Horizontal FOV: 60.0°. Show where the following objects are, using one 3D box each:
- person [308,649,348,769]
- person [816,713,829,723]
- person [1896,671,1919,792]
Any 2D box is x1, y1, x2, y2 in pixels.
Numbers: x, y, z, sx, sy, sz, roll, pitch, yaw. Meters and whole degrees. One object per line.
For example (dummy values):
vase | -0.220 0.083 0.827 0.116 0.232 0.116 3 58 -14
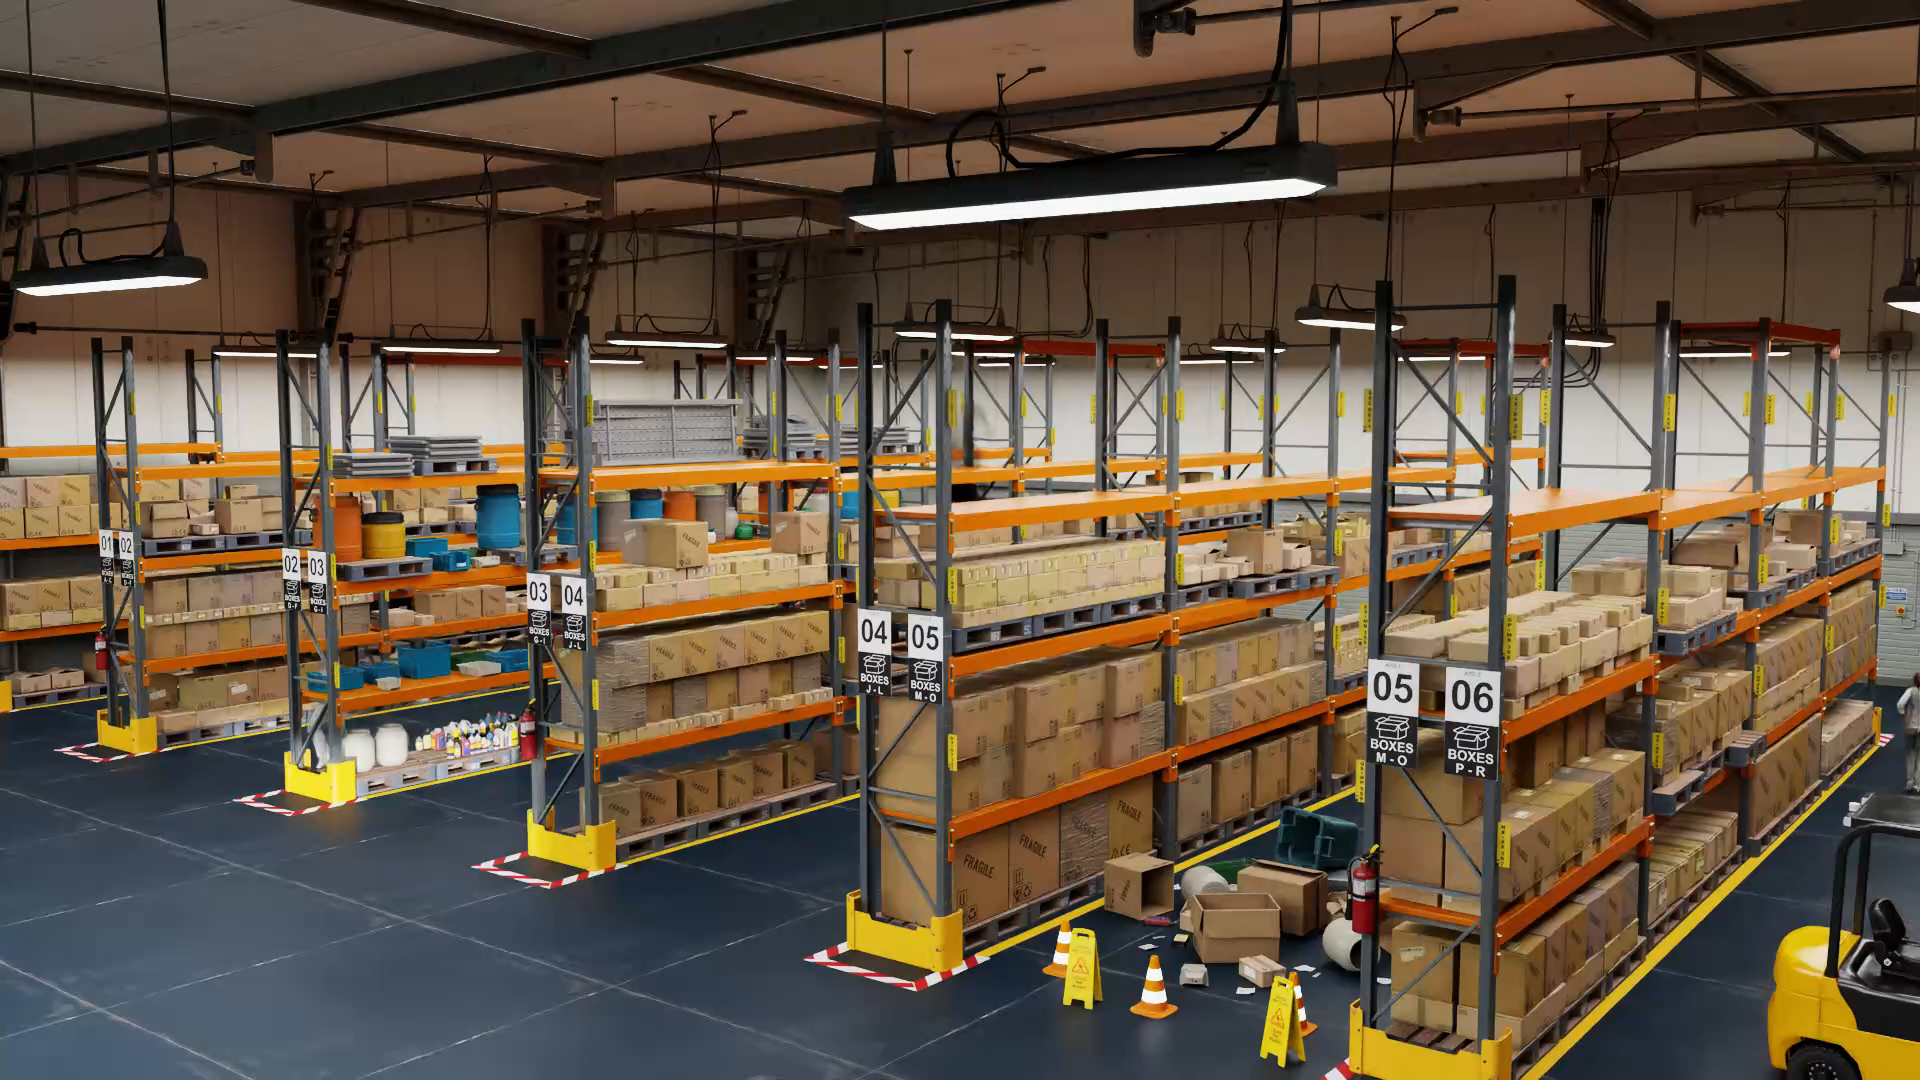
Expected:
person | -8.735 2.326 23.086 0.532 1.708 0.706 3 6 31
person | -2.146 1.930 24.718 0.558 1.611 0.589 2 6 26
person | 12.411 2.491 21.520 0.522 1.639 0.700 3 6 33
